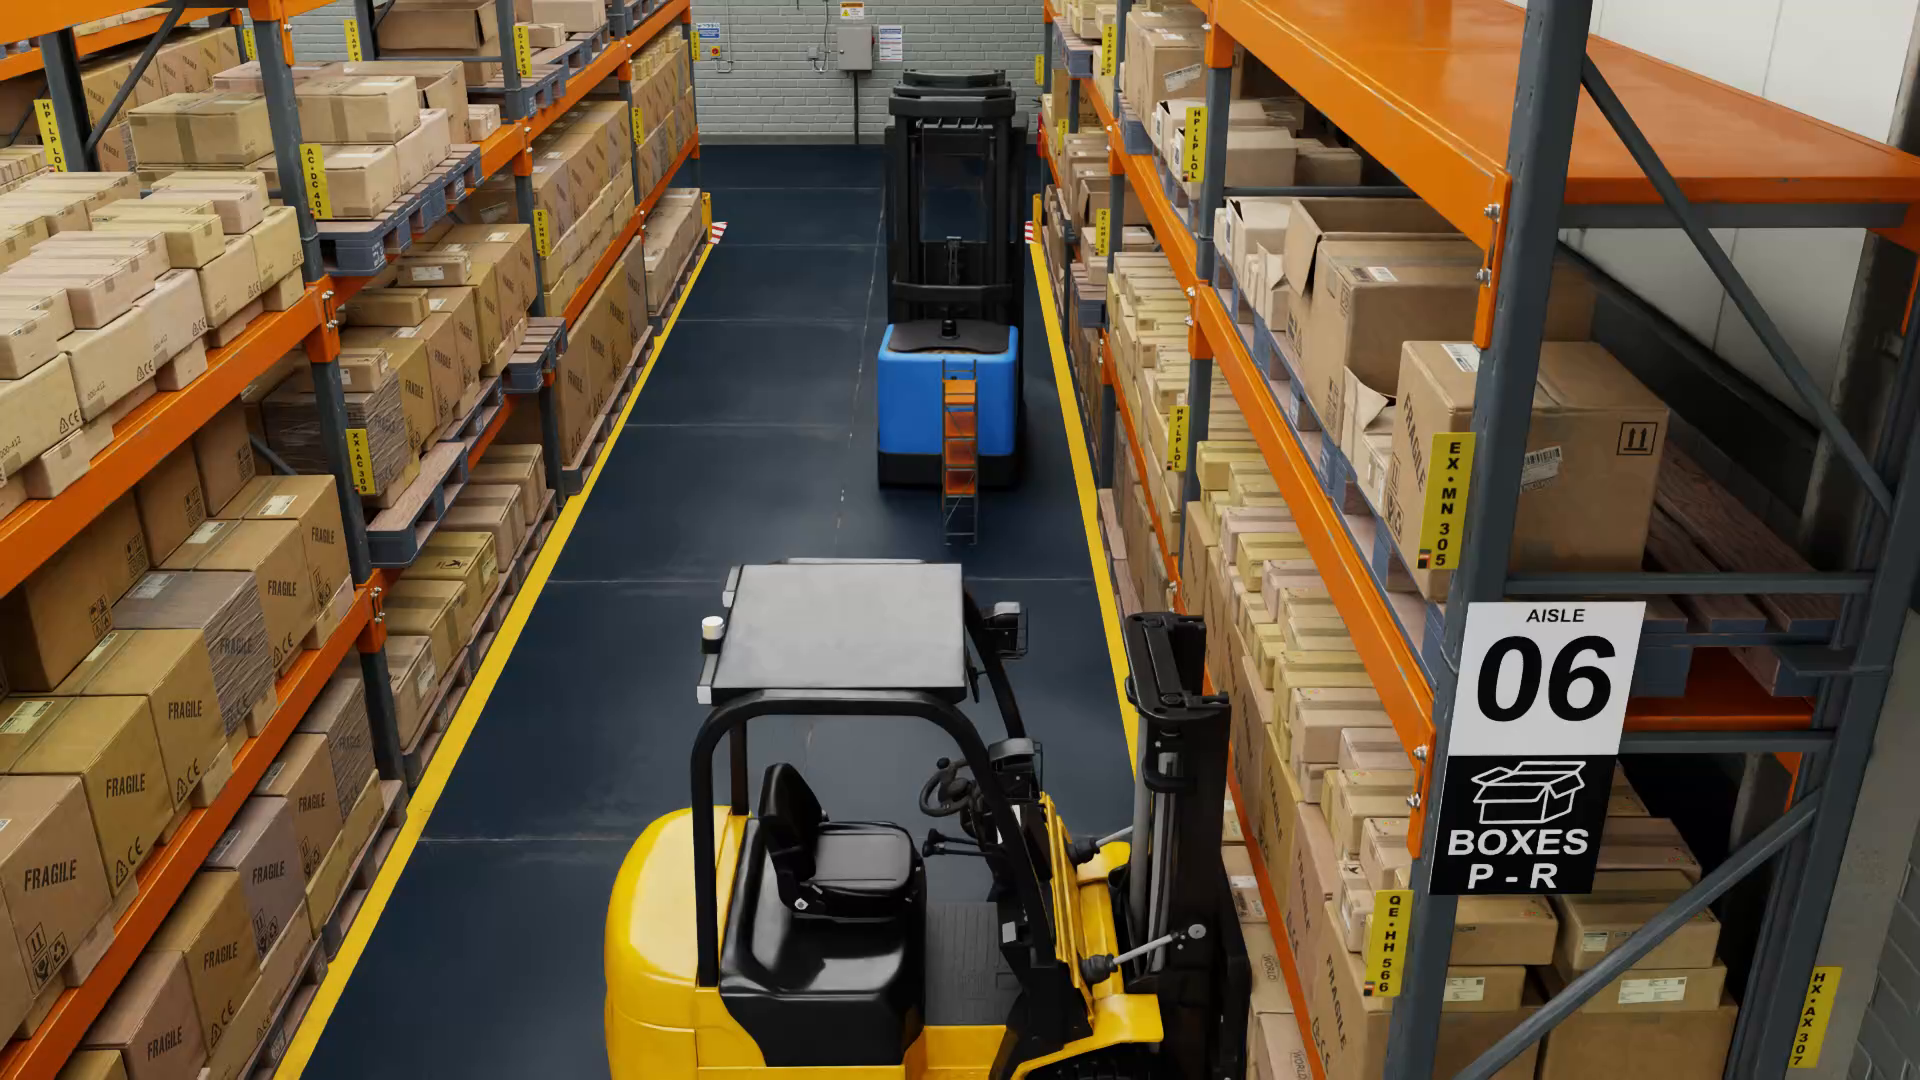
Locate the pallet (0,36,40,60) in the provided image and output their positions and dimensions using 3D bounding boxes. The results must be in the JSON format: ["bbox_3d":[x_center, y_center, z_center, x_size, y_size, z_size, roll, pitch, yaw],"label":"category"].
[{"bbox_3d":[-8.522,-4.230,14.050,1.213,0.211,1.003,0,24,-1],"label":"pallet"}]

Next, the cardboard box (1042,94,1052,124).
[{"bbox_3d":[1.182,-4.819,18.585,0.500,0.250,0.500,0,24,0],"label":"cardboard box"}]

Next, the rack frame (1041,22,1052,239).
[{"bbox_3d":[1.446,-4.940,19.032,1.000,3.000,0.127,0,24,-1],"label":"rack frame"}]

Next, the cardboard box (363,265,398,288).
[{"bbox_3d":[-3.631,-1.372,10.151,0.500,0.500,0.500,0,24,0],"label":"cardboard box"}]

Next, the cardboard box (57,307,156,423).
[{"bbox_3d":[-3.094,-0.597,5.610,0.500,0.250,0.500,0,24,1],"label":"cardboard box"}]

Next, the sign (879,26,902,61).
[{"bbox_3d":[-1.009,-7.233,24.217,0.329,0.494,0.001,0,24,-1],"label":"sign"}]

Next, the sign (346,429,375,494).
[{"bbox_3d":[-2.844,-0.371,7.880,0.100,0.325,0.005,0,24,-1],"label":"sign"}]

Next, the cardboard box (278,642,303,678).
[{"bbox_3d":[-3.144,0.485,7.342,0.380,0.149,0.250,0,24,0],"label":"cardboard box"}]

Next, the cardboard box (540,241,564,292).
[{"bbox_3d":[-3.189,-1.989,12.082,0.500,0.250,0.500,0,24,-1],"label":"cardboard box"}]

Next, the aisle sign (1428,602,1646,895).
[{"bbox_3d":[1.328,0.497,3.856,0.394,0.787,0.004,0,24,-1],"label":"aisle sign"}]

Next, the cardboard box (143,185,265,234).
[{"bbox_3d":[-3.085,-1.350,6.792,0.380,0.149,0.250,-1,24,-2],"label":"cardboard box"}]

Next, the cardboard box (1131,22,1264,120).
[{"bbox_3d":[1.403,-2.785,9.876,0.700,0.500,0.500,-1,24,-2],"label":"cardboard box"}]

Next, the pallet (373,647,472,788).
[{"bbox_3d":[-3.396,0.979,9.330,1.003,0.211,1.213,0,24,-1],"label":"pallet"}]

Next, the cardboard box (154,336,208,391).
[{"bbox_3d":[-3.081,-0.670,6.257,0.380,0.149,0.250,0,24,1],"label":"cardboard box"}]

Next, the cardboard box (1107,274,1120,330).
[{"bbox_3d":[1.269,-1.618,11.264,0.500,0.250,0.500,0,24,-1],"label":"cardboard box"}]

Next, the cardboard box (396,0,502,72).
[{"bbox_3d":[-3.631,-3.630,11.865,0.700,0.500,0.500,-1,24,-3],"label":"cardboard box"}]

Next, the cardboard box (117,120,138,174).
[{"bbox_3d":[-8.188,-3.794,16.016,0.500,0.500,0.500,0,24,-1],"label":"cardboard box"}]

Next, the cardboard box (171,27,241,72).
[{"bbox_3d":[-8.212,-5.301,18.135,0.500,0.500,0.500,-1,24,-2],"label":"cardboard box"}]

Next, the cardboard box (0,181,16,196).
[{"bbox_3d":[-8.209,-2.929,14.021,0.380,0.149,0.250,-1,24,-2],"label":"cardboard box"}]

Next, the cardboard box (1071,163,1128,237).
[{"bbox_3d":[1.285,-2.791,13.650,0.700,0.500,0.500,0,24,-1],"label":"cardboard box"}]

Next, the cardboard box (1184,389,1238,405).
[{"bbox_3d":[1.380,-0.683,8.712,0.380,0.149,0.250,0,24,-1],"label":"cardboard box"}]

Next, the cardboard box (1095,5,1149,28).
[{"bbox_3d":[1.219,-3.934,12.505,0.380,0.149,0.250,0,24,0],"label":"cardboard box"}]

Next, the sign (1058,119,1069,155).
[{"bbox_3d":[0.947,-3.680,15.197,0.100,0.325,0.005,0,24,-1],"label":"sign"}]

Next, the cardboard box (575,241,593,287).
[{"bbox_3d":[-3.207,-2.181,13.115,0.500,0.250,0.500,1,24,1],"label":"cardboard box"}]

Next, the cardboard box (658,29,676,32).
[{"bbox_3d":[-3.286,-5.461,18.063,0.380,0.149,0.250,0,24,0],"label":"cardboard box"}]

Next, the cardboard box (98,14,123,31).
[{"bbox_3d":[-8.178,-4.900,15.487,0.500,0.250,0.500,-1,24,-1],"label":"cardboard box"}]

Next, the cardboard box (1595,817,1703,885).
[{"bbox_3d":[1.890,0.928,4.790,0.380,0.149,0.250,1,24,1],"label":"cardboard box"}]

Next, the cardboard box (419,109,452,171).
[{"bbox_3d":[-3.026,-2.120,8.829,0.500,0.250,0.500,-1,24,-1],"label":"cardboard box"}]

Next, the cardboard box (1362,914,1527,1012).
[{"bbox_3d":[1.337,1.171,4.613,0.380,0.149,0.250,0,24,0],"label":"cardboard box"}]

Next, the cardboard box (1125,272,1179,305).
[{"bbox_3d":[1.275,-1.636,10.818,0.380,0.149,0.250,0,24,1],"label":"cardboard box"}]

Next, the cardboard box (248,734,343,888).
[{"bbox_3d":[-3.104,1.201,7.372,0.500,0.500,0.500,0,24,0],"label":"cardboard box"}]

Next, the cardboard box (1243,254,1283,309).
[{"bbox_3d":[1.286,-0.981,6.313,0.380,0.149,0.250,0,24,1],"label":"cardboard box"}]

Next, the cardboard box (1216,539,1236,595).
[{"bbox_3d":[1.281,0.113,6.953,0.380,0.149,0.250,0,24,1],"label":"cardboard box"}]

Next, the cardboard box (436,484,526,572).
[{"bbox_3d":[-3.418,-0.076,10.958,0.950,0.372,0.625,-1,24,-2],"label":"cardboard box"}]

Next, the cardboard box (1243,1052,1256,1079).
[{"bbox_3d":[1.281,1.869,6.199,0.500,0.250,0.500,-1,24,-2],"label":"cardboard box"}]

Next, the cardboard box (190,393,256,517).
[{"bbox_3d":[-3.598,-0.425,7.355,0.700,0.500,0.500,-1,24,-1],"label":"cardboard box"}]

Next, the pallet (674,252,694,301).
[{"bbox_3d":[-3.420,-2.815,17.717,1.003,0.211,1.213,0,24,-1],"label":"pallet"}]

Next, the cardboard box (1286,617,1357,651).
[{"bbox_3d":[1.383,0.398,5.960,0.380,0.149,0.250,0,24,0],"label":"cardboard box"}]

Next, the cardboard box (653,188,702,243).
[{"bbox_3d":[-3.410,-3.668,18.820,0.875,0.438,0.875,-1,24,-2],"label":"cardboard box"}]

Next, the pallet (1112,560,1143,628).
[{"bbox_3d":[1.514,0.468,10.458,1.003,0.211,1.213,0,24,-1],"label":"pallet"}]

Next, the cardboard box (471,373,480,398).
[{"bbox_3d":[-3.095,-0.924,9.948,0.380,0.149,0.250,-1,24,-2],"label":"cardboard box"}]

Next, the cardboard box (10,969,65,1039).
[{"bbox_3d":[-3.078,1.437,5.237,0.380,0.149,0.250,-1,24,-2],"label":"cardboard box"}]

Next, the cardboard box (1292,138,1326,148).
[{"bbox_3d":[1.641,-1.937,8.428,0.380,0.149,0.250,0,24,-1],"label":"cardboard box"}]

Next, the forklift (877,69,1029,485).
[{"bbox_3d":[-0.019,-2.312,13.304,1.130,2.935,3.031,1,24,3],"label":"forklift"}]

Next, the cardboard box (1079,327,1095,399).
[{"bbox_3d":[1.286,-1.505,13.961,0.500,0.500,0.500,-1,24,-2],"label":"cardboard box"}]

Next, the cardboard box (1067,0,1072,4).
[{"bbox_3d":[1.089,-4.577,13.902,0.380,0.149,0.250,-1,24,-2],"label":"cardboard box"}]

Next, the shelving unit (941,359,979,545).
[{"bbox_3d":[-0.002,-0.615,11.654,0.258,1.200,0.503,0,24,-1],"label":"shelving unit"}]

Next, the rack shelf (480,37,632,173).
[{"bbox_3d":[-3.452,-3.482,13.042,1.077,0.370,4.000,0,24,-1],"label":"rack shelf"}]

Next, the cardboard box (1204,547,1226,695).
[{"bbox_3d":[1.343,0.358,7.197,0.500,0.500,0.500,0,24,0],"label":"cardboard box"}]

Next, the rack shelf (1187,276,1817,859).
[{"bbox_3d":[1.599,-0.210,5.807,1.077,0.370,4.000,0,24,-1],"label":"rack shelf"}]

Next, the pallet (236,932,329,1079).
[{"bbox_3d":[-3.328,2.080,6.895,1.003,0.211,1.213,0,24,-1],"label":"pallet"}]

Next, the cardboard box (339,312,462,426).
[{"bbox_3d":[-3.103,-0.948,9.214,0.500,0.500,0.500,0,24,-1],"label":"cardboard box"}]

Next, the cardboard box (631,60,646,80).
[{"bbox_3d":[-3.223,-4.509,15.957,0.380,0.149,0.250,0,24,-1],"label":"cardboard box"}]

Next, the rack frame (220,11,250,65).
[{"bbox_3d":[-8.466,-4.852,18.838,1.000,3.000,0.127,0,24,-1],"label":"rack frame"}]

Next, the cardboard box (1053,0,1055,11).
[{"bbox_3d":[1.137,-5.427,16.775,0.380,0.149,0.250,0,24,0],"label":"cardboard box"}]
